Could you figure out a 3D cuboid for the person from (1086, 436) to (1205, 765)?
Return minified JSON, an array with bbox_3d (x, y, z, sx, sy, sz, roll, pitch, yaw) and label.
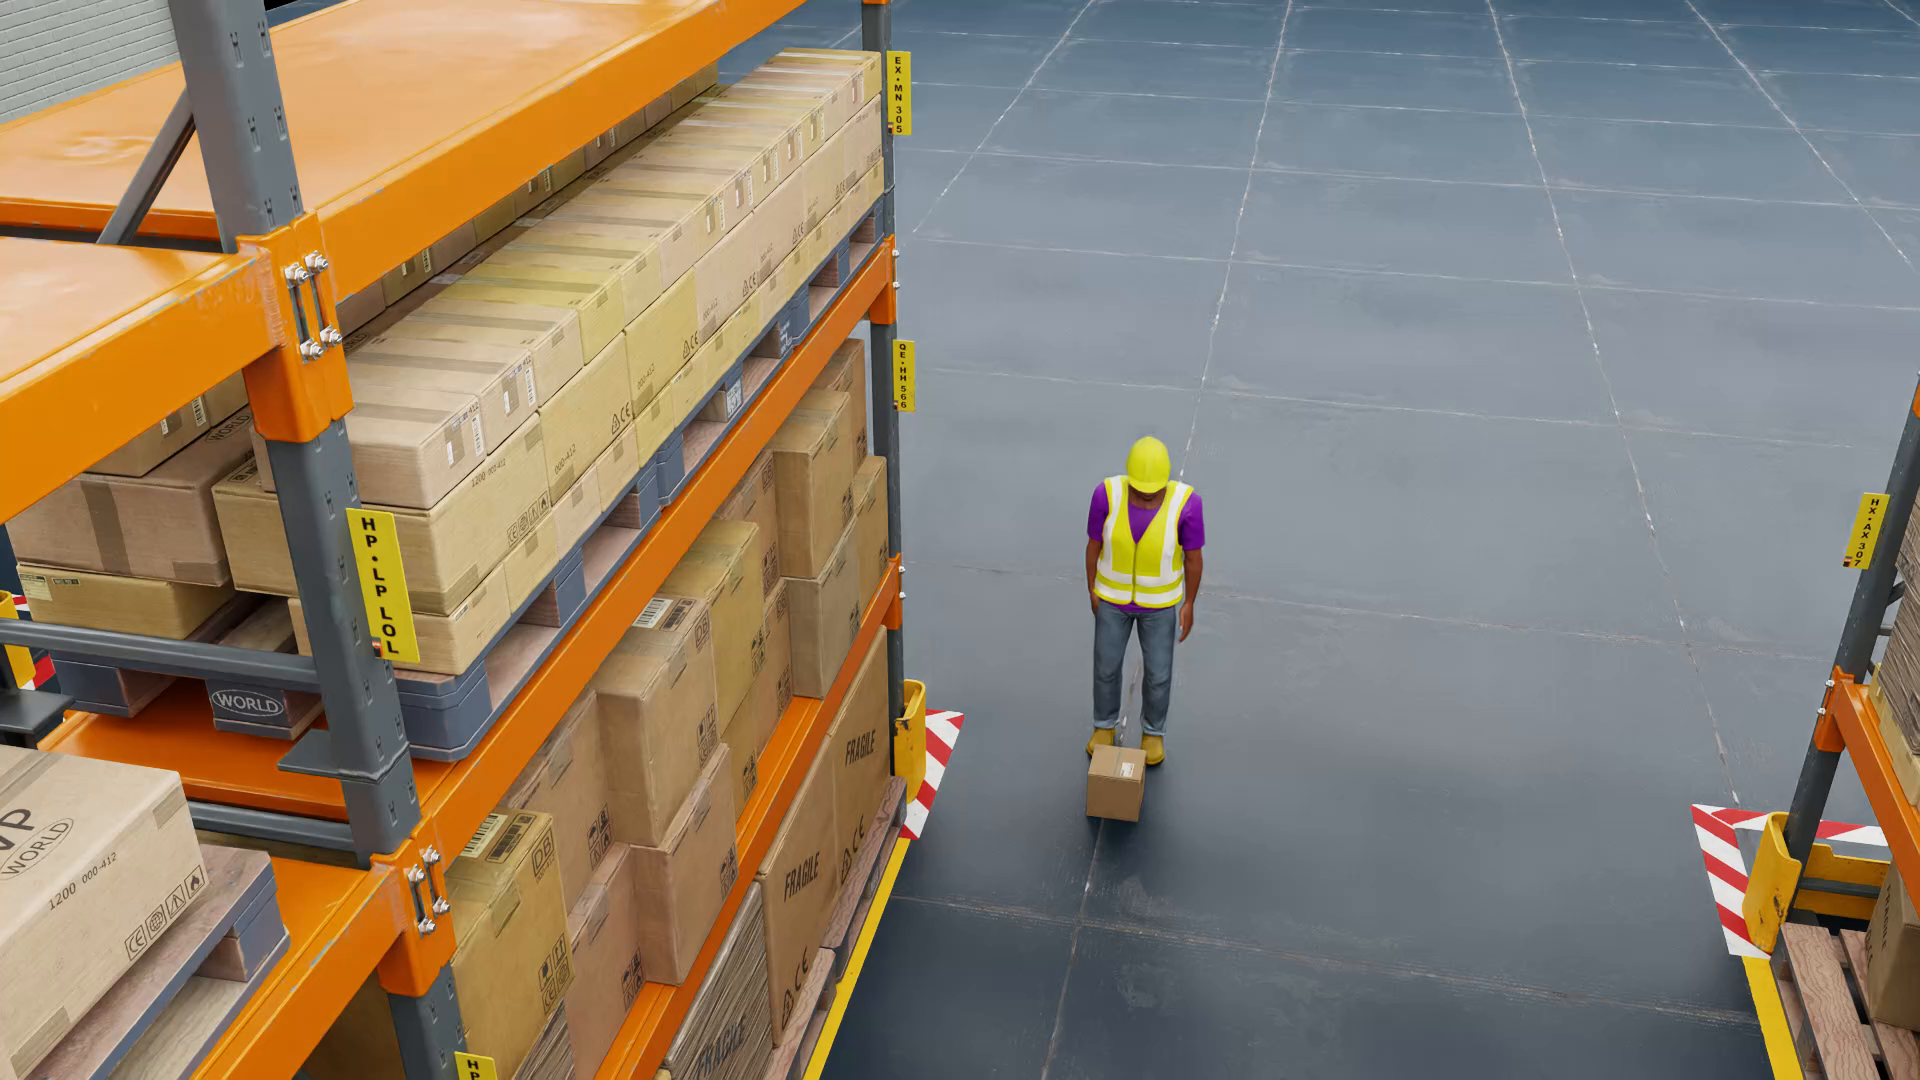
[{"bbox_3d":[0.879,0.288,8.083,0.573,1.752,0.384,6,29,12],"label":"person"}]
